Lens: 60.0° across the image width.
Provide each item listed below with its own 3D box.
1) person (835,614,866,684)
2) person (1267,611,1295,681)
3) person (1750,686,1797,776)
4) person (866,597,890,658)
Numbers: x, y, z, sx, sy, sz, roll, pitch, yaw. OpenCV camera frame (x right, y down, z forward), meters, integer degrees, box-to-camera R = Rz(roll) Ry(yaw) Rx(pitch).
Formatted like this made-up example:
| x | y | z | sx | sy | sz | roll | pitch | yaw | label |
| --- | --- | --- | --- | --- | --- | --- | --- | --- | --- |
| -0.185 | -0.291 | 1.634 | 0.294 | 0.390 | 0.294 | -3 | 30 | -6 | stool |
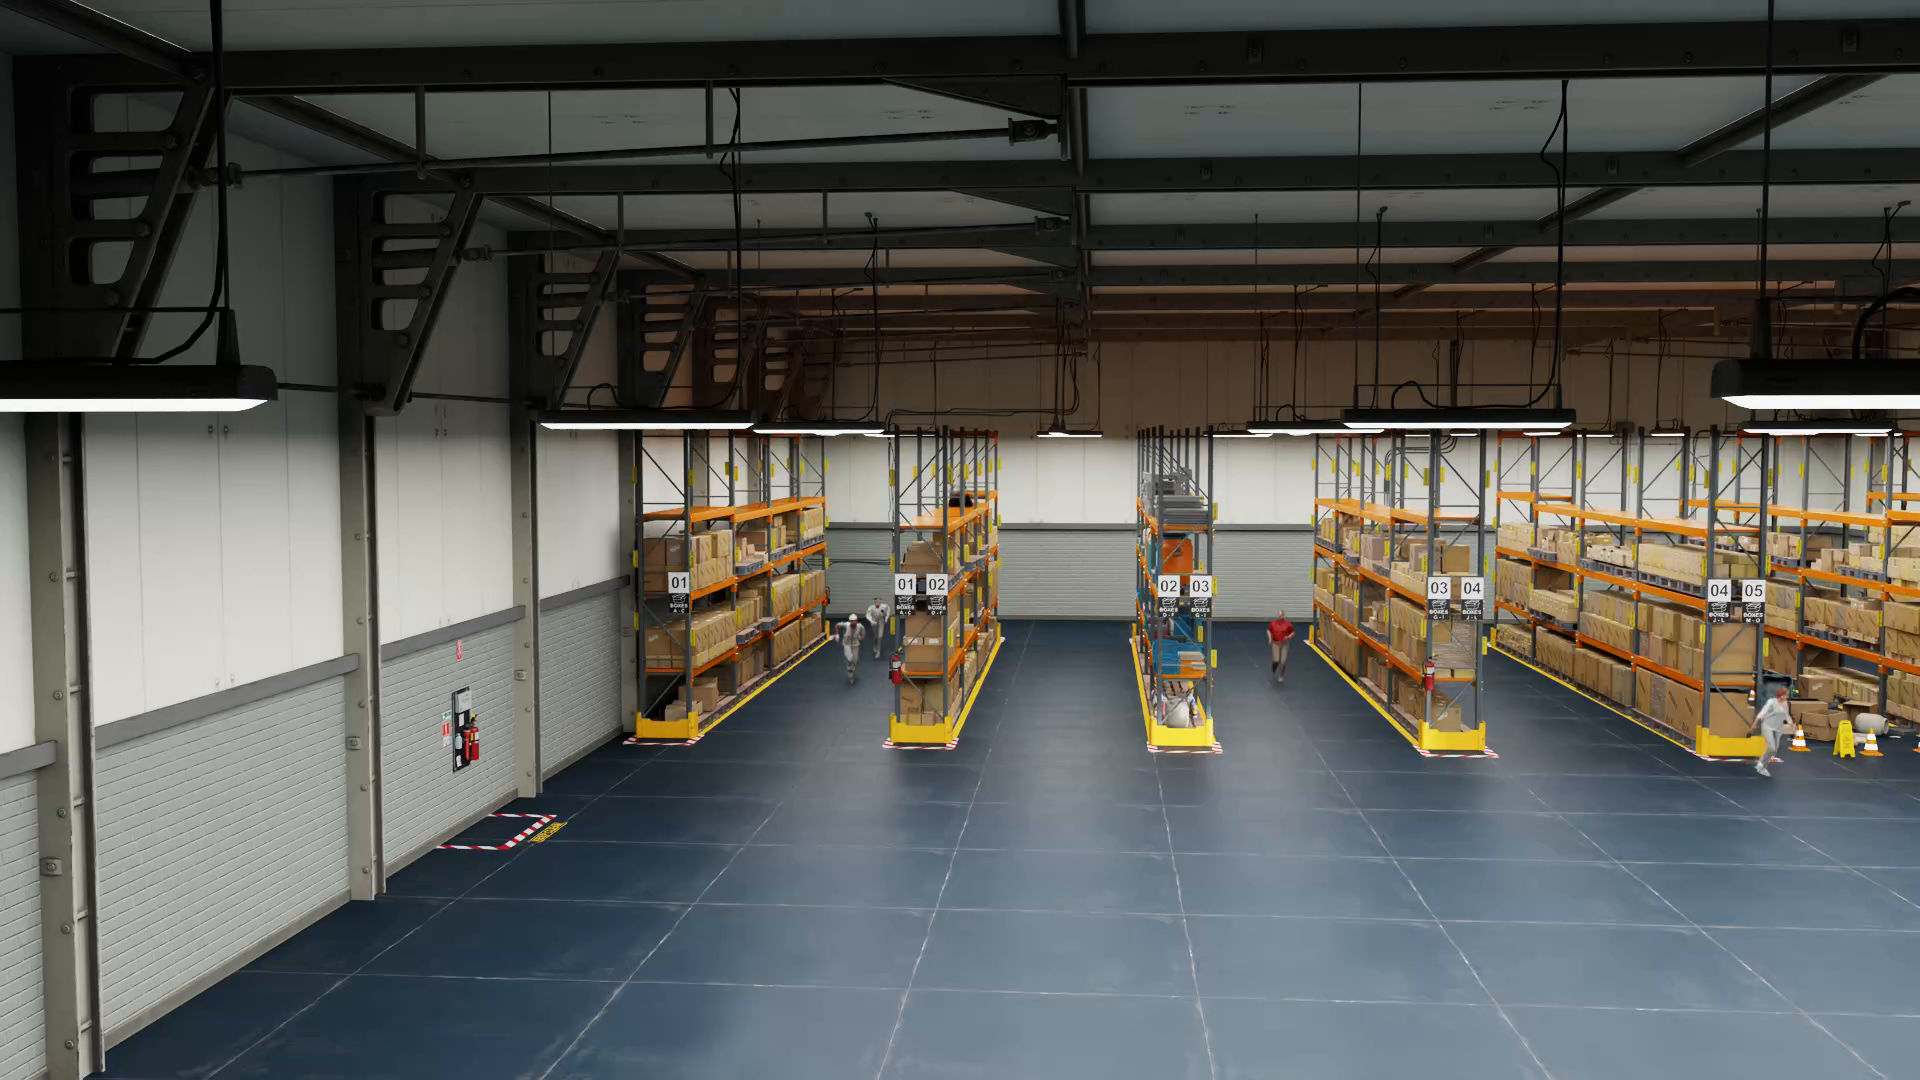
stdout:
| x | y | z | sx | sy | sz | roll | pitch | yaw | label |
| --- | --- | --- | --- | --- | --- | --- | --- | --- | --- |
| -2.584 | 2.555 | 39.182 | 0.714 | 1.695 | 0.988 | -1 | 3 | -10 | person |
| 7.567 | 2.513 | 39.246 | 0.629 | 1.678 | 0.613 | 1 | 3 | 9 | person |
| 13.860 | 3.255 | 28.308 | 0.540 | 1.561 | 0.614 | -1 | 4 | -19 | person |
| -2.186 | 2.289 | 44.139 | 0.650 | 1.634 | 0.983 | -1 | 3 | -9 | person |
